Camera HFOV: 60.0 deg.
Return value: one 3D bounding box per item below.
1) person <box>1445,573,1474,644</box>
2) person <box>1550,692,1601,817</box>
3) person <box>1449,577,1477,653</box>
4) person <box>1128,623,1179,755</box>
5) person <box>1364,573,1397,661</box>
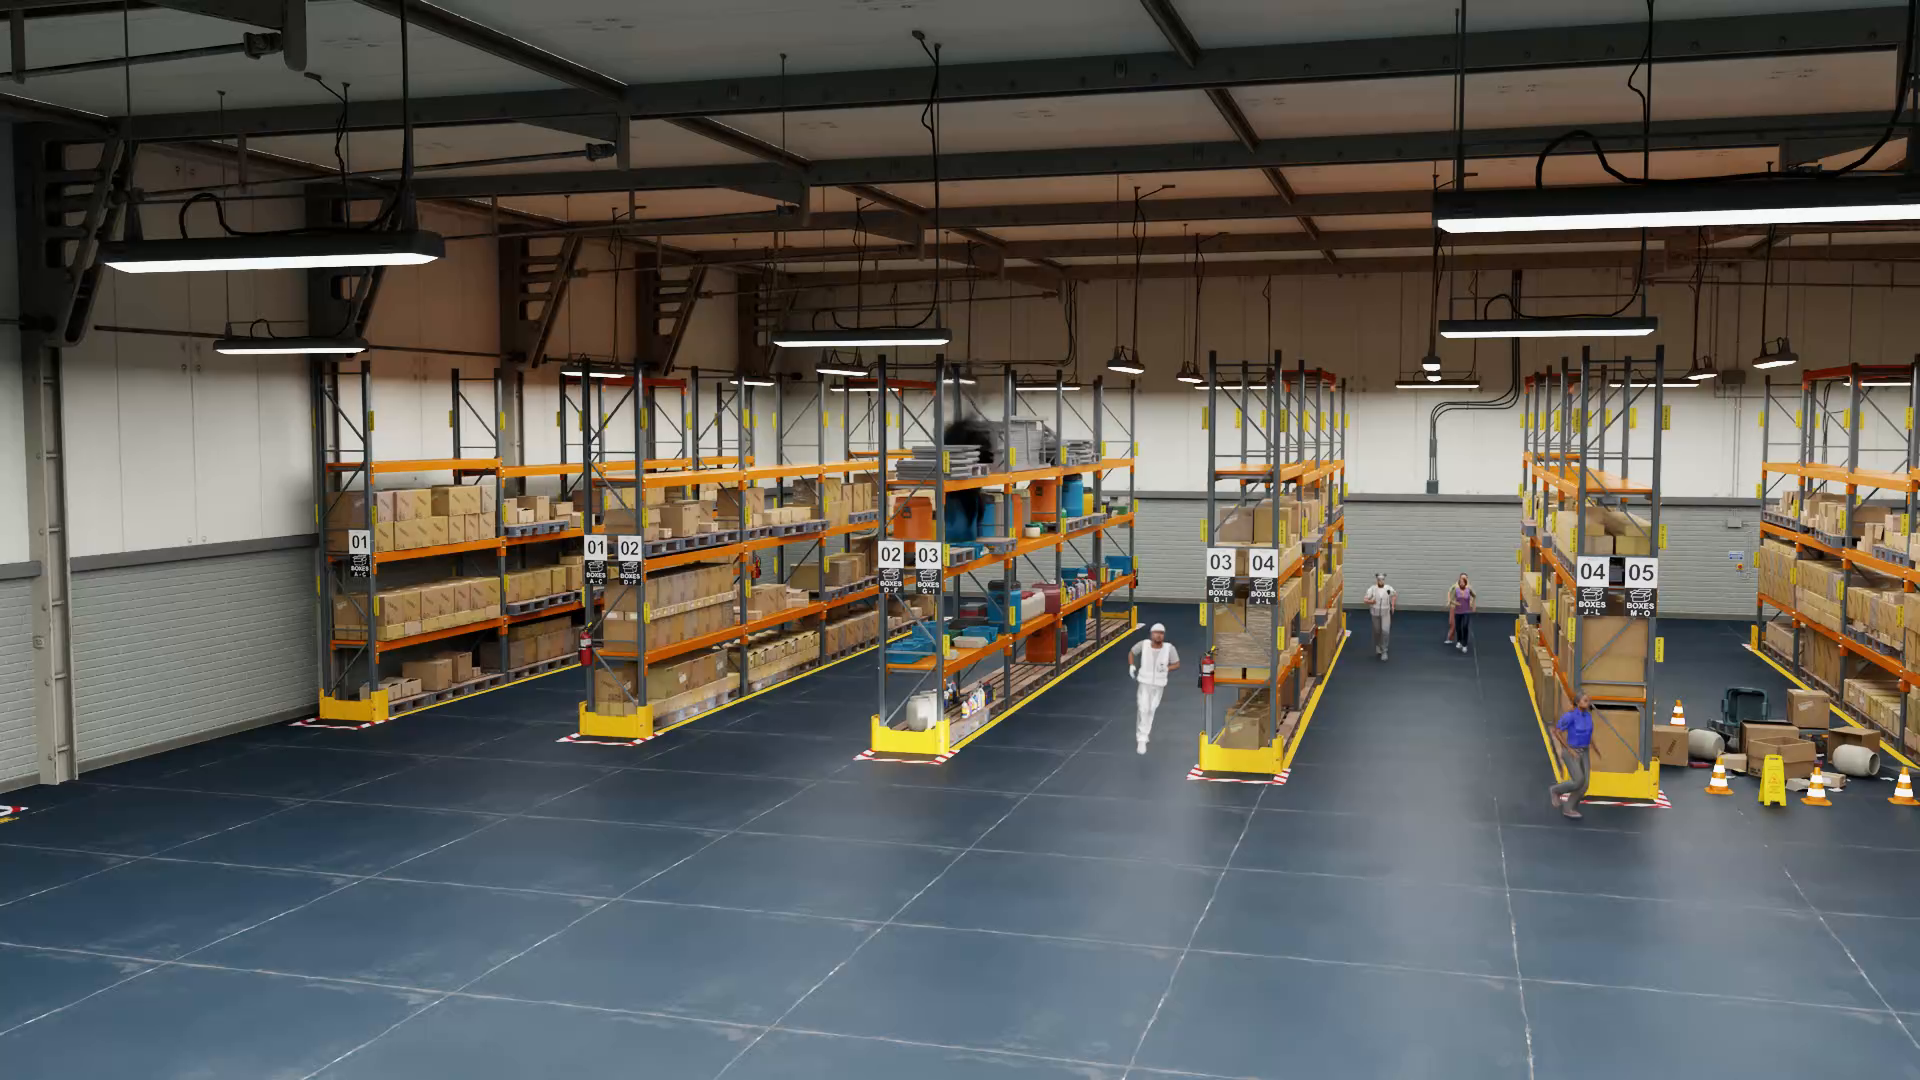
[{"bbox_3d":[11.248,1.533,37.370,0.609,1.594,0.544,2,5,26],"label":"person"},{"bbox_3d":[7.803,2.707,21.066,0.590,1.588,0.523,-2,5,-26],"label":"person"},{"bbox_3d":[10.925,1.634,36.140,0.555,1.662,0.708,1,4,20],"label":"person"},{"bbox_3d":[2.804,2.105,23.966,0.712,1.826,0.867,0,4,-1],"label":"person"},{"bbox_3d":[8.894,1.592,35.224,0.653,1.820,0.892,1,4,18],"label":"person"}]
